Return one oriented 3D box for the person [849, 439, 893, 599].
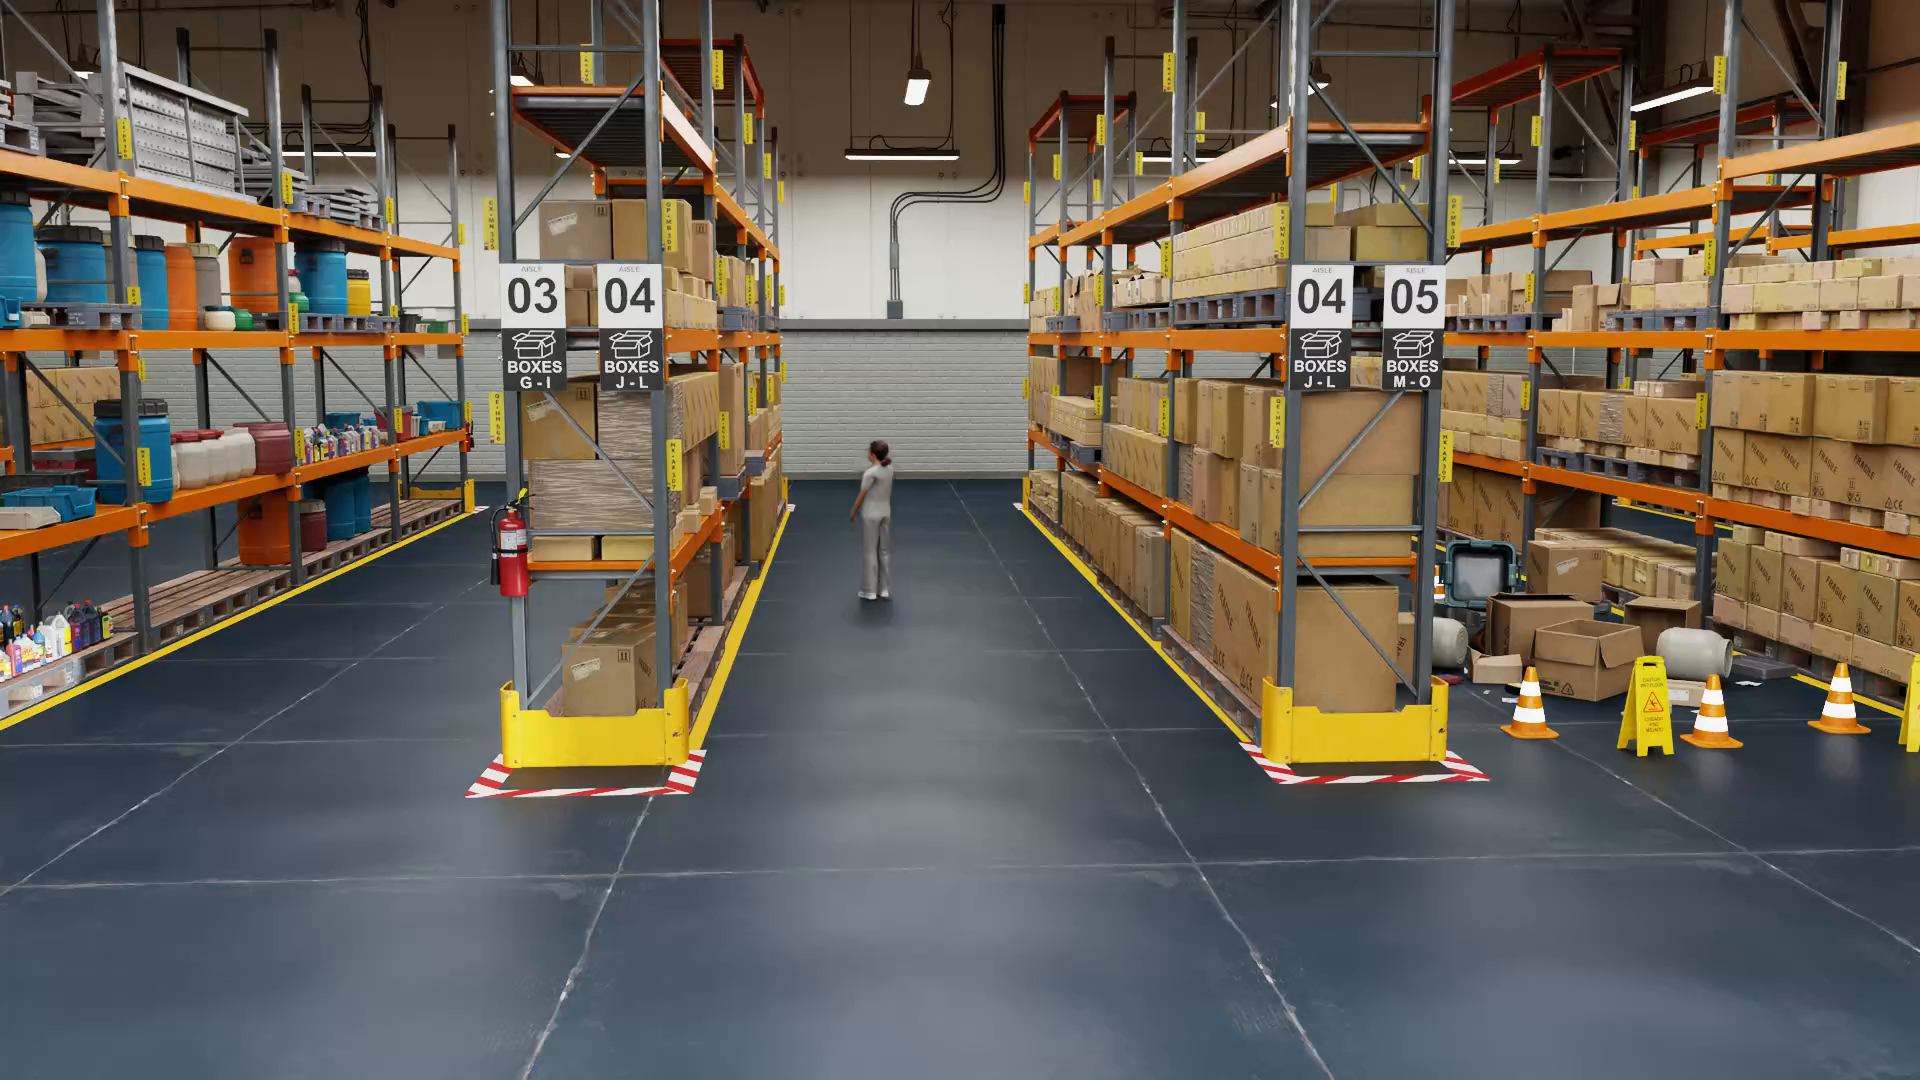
[{"bbox_3d":[-0.901,-0.223,17.501,0.464,1.682,0.529,5,9,37],"label":"person"}]
